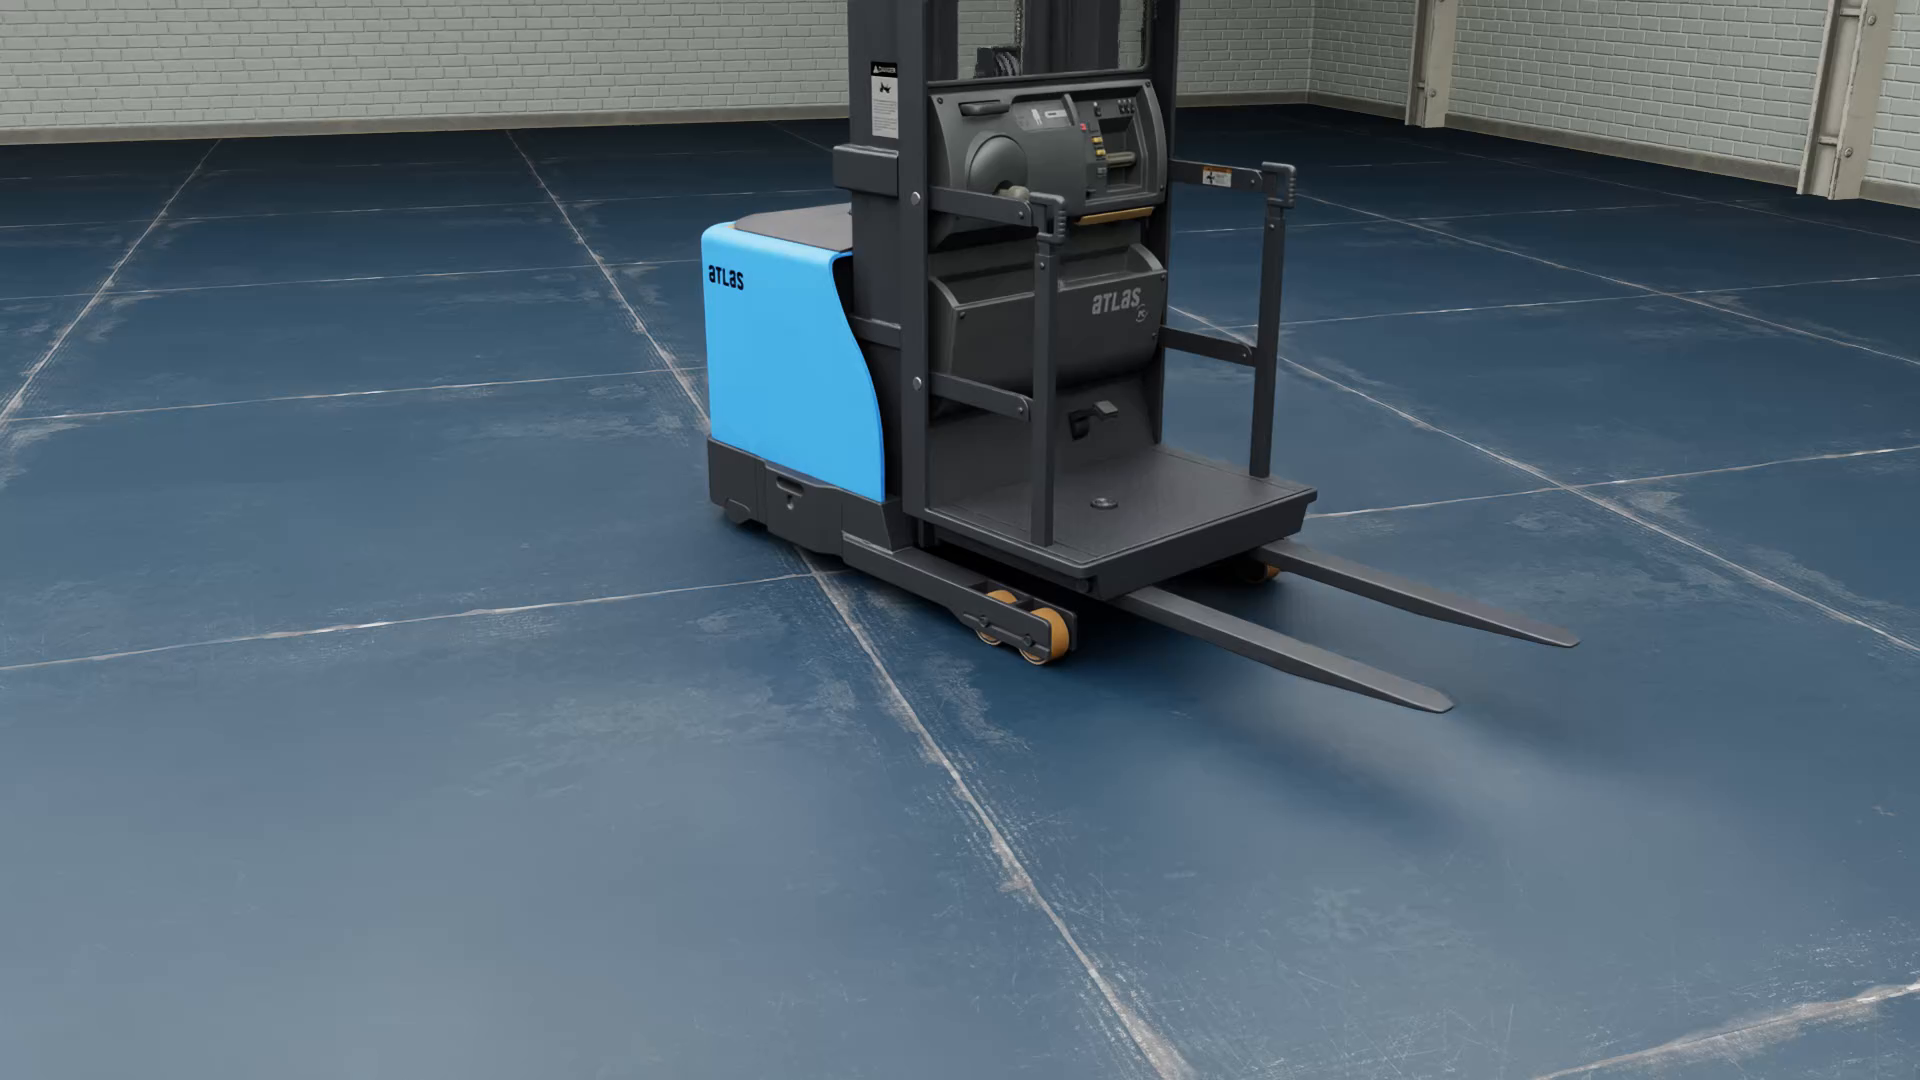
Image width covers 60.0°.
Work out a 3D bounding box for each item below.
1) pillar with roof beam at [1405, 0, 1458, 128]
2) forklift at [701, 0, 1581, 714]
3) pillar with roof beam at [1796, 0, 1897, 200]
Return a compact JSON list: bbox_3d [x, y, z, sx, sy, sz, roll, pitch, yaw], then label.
[{"bbox_3d":[1.323,-8.595,16.535,9.100,9.000,0.400,-6,21,-17],"label":"pillar with roof beam"},{"bbox_3d":[0.431,-1.205,4.937,1.130,2.935,3.031,-17,26,-39],"label":"forklift"},{"bbox_3d":[3.208,-6.670,11.174,9.100,9.000,0.400,-6,21,-17],"label":"pillar with roof beam"}]
